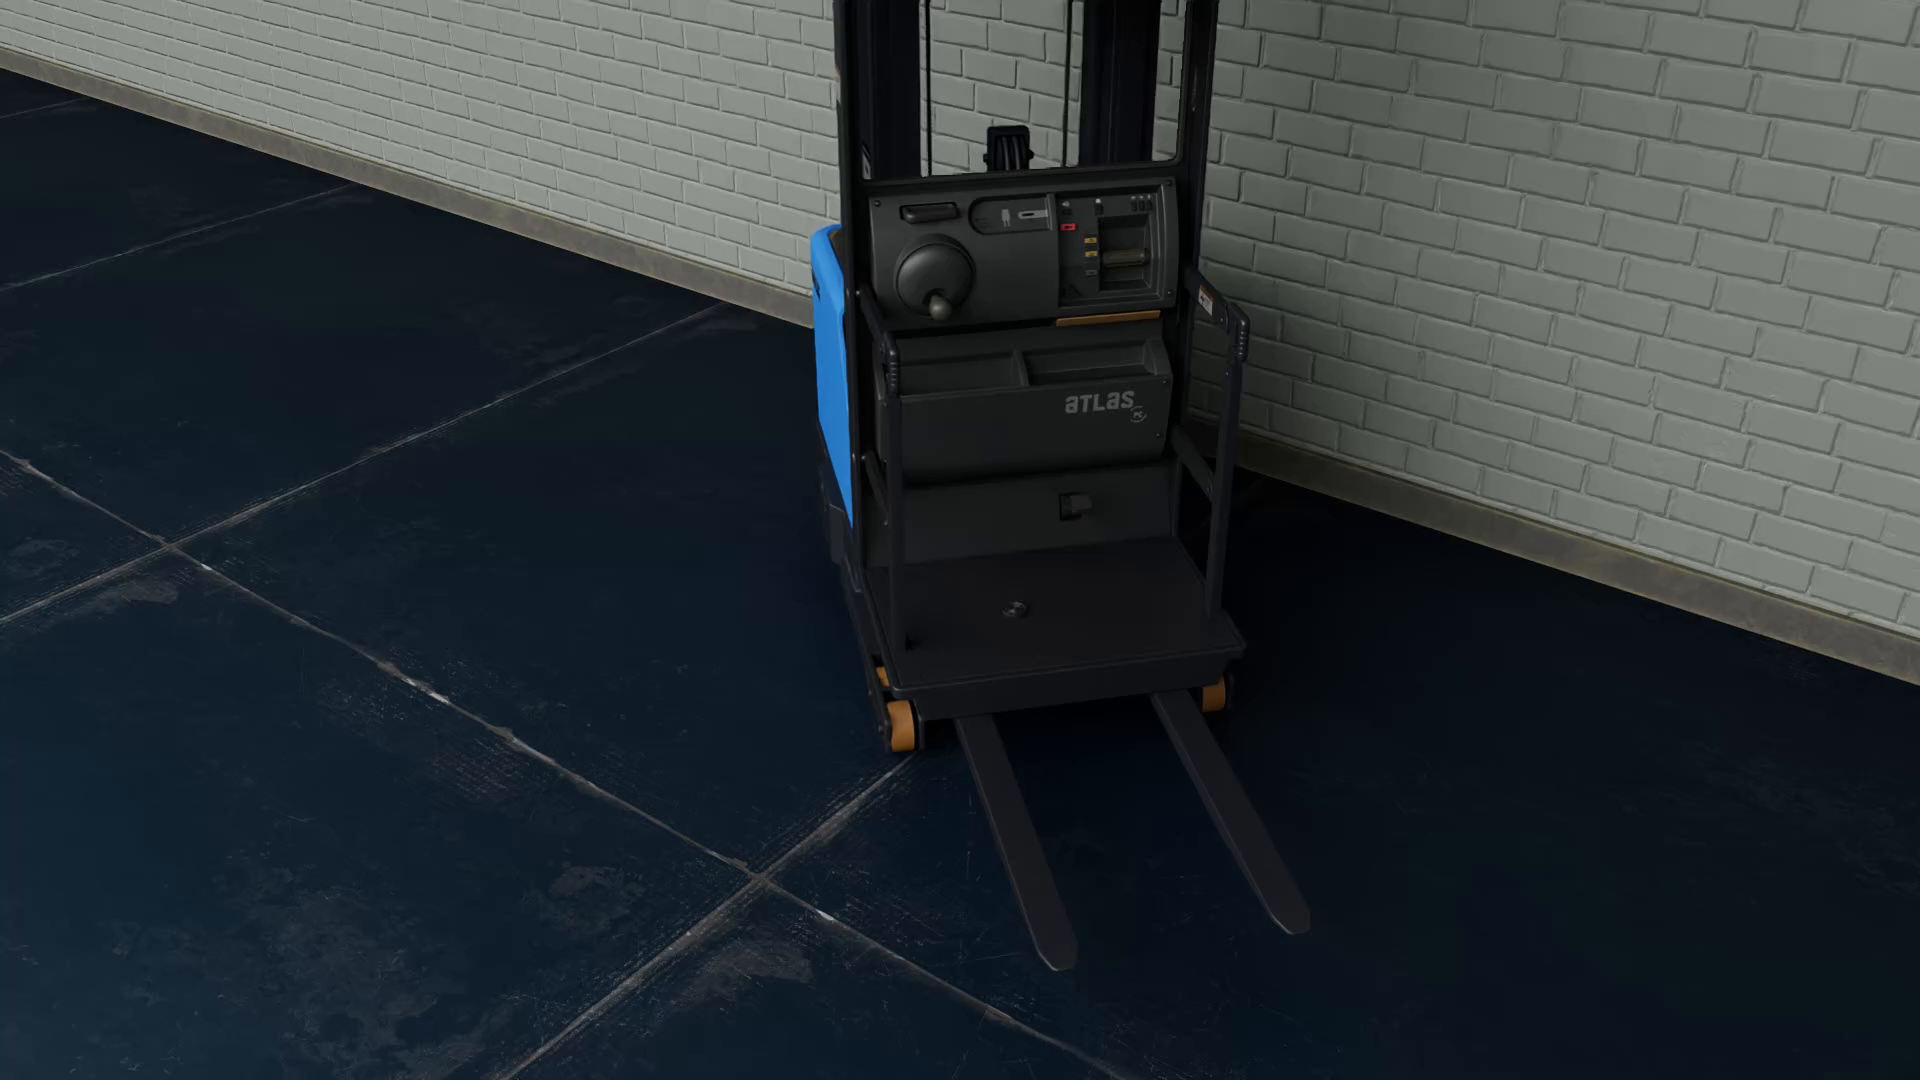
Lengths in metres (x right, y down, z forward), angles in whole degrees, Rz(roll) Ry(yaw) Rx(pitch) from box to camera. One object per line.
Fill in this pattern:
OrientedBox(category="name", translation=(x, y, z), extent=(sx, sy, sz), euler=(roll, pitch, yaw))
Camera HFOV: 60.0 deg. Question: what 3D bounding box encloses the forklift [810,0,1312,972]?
OrientedBox(category="forklift", translation=(0.243, -0.811, 4.744), extent=(1.130, 2.935, 3.031), euler=(-6, 31, -10))
